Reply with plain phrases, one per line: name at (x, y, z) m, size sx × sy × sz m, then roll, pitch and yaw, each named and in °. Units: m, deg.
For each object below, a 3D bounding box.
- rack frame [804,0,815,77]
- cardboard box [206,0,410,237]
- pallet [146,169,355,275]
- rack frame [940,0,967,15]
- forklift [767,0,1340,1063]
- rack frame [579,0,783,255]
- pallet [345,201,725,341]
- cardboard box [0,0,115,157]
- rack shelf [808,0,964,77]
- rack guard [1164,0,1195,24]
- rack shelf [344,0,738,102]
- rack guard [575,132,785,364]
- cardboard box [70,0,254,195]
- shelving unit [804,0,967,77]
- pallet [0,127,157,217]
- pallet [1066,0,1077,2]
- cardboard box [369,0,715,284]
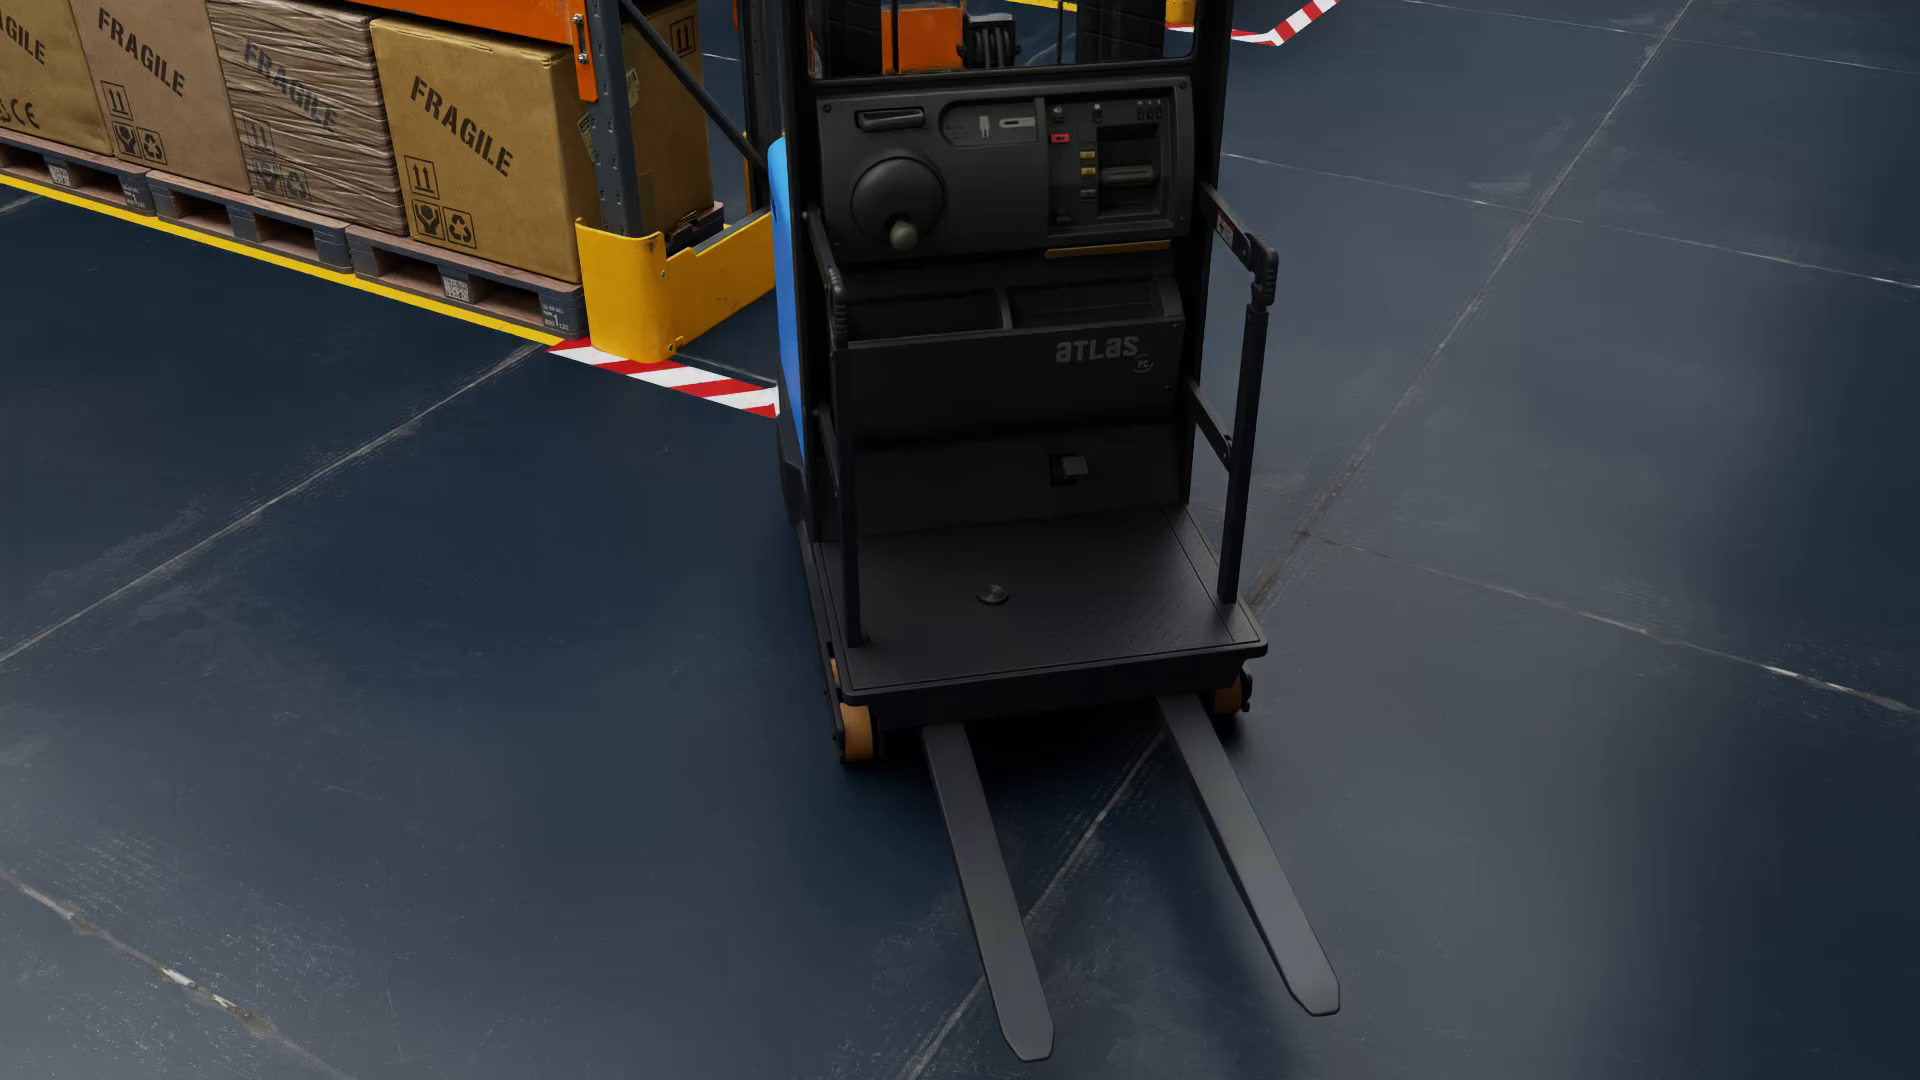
rack frame at (-0.492, -1.592, 5.697) m, size 0.015 × 2.100 × 0.400 m, roll -6°, pitch 20°, yaw -10°
cardboard box at (-2.405, -1.909, 6.949) m, size 0.875 × 0.875 × 0.875 m, roll 18°, pitch 37°, yaw 24°
pallet at (-2.807, -1.589, 7.445) m, size 1.213 × 0.211 × 1.003 m, roll 18°, pitch 37°, yaw 24°
rack frame at (-0.014, -1.646, 5.780) m, size 0.015 × 2.100 × 0.400 m, roll -6°, pitch 20°, yaw -10°
forklift at (0.163, -0.859, 3.896) m, size 1.130 × 2.935 × 3.031 m, roll -6°, pitch 34°, yaw -9°
rack frame at (-1.019, -2.231, 5.894) m, size 0.127 × 3.000 × 1.000 m, roll 18°, pitch 37°, yaw 24°
pallet at (-1.752, -1.253, 6.941) m, size 1.213 × 0.211 × 1.003 m, roll 18°, pitch 37°, yaw 24°
cardboard box at (-3.959, -2.402, 7.688) m, size 0.875 × 0.875 × 0.875 m, roll 18°, pitch 37°, yaw 24°
rack shelf at (-0.252, -1.606, 5.743) m, size 0.480 × 0.518 × 0.431 m, roll -6°, pitch 20°, yaw -10°
rack guard at (1.466, -3.574, 10.166) m, size 0.348 × 0.500 × 1.175 m, roll 18°, pitch 37°, yaw 24°
rack shelf at (-2.756, -2.482, 6.920) m, size 4.000 × 0.370 × 1.077 m, roll 18°, pitch 37°, yaw 24°
rack guard at (-0.998, -1.184, 6.577) m, size 0.348 × 0.500 × 1.175 m, roll 18°, pitch 37°, yaw 24°
cardboard box at (-3.177, -2.154, 7.317) m, size 0.875 × 0.875 × 0.875 m, roll 18°, pitch 37°, yaw 24°
shelving unit at (-0.253, -1.619, 5.738) m, size 0.503 × 2.100 × 0.431 m, roll -6°, pitch 20°, yaw -10°
pallet at (-3.871, -1.924, 7.948) m, size 1.213 × 0.211 × 1.003 m, roll 18°, pitch 37°, yaw 24°
pallet at (0.742, -3.699, 10.615) m, size 1.213 × 0.211 × 1.003 m, roll 18°, pitch 37°, yaw 24°
cardboard box at (-1.615, -1.659, 6.573) m, size 0.875 × 0.875 × 0.875 m, roll 18°, pitch 37°, yaw 24°
